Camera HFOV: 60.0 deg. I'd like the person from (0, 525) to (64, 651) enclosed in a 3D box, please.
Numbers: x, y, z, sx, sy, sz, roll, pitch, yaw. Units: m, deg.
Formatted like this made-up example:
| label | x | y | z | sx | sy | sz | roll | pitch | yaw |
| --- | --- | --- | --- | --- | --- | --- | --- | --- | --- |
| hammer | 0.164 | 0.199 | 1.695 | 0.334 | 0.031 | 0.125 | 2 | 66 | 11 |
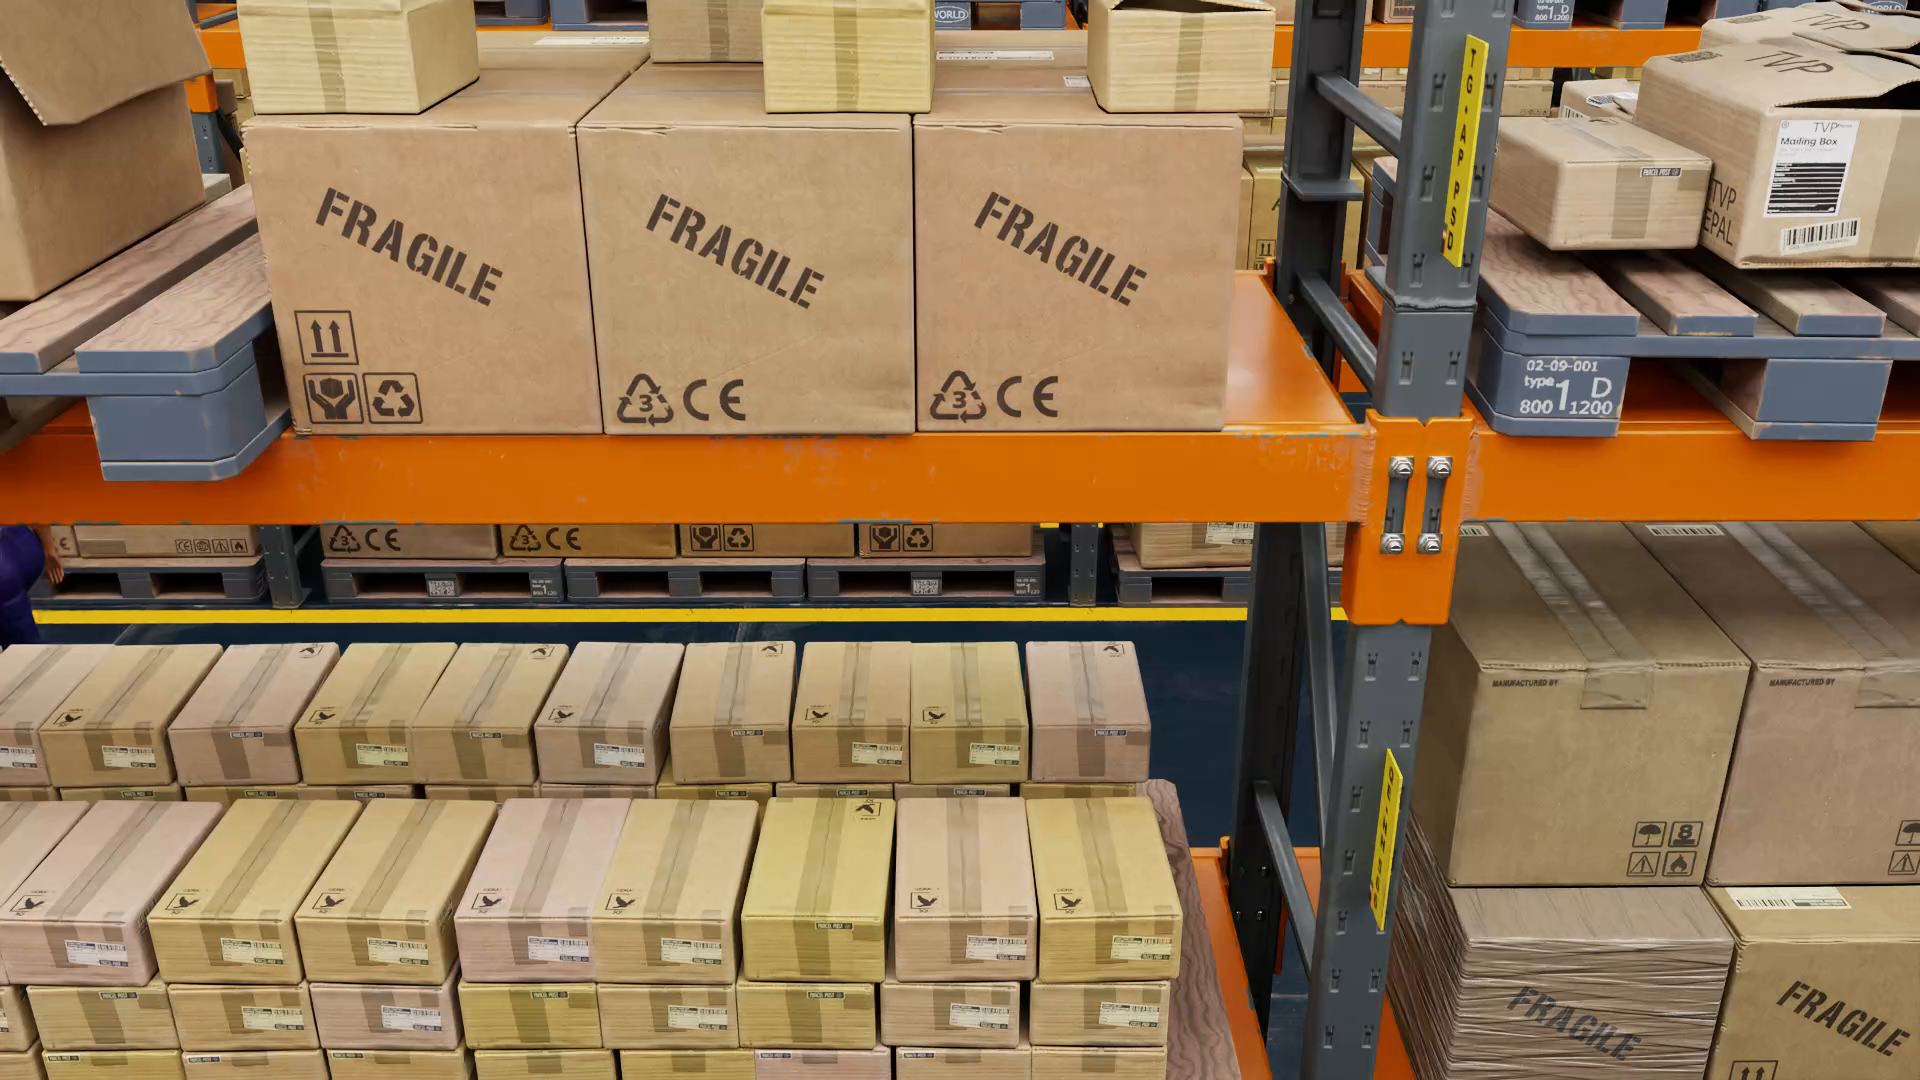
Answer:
| label | x | y | z | sx | sy | sz | roll | pitch | yaw |
| --- | --- | --- | --- | --- | --- | --- | --- | --- | --- |
| person | -4.047 | 0.111 | 6.877 | 0.986 | 1.595 | 0.504 | 2 | 24 | 4 |
